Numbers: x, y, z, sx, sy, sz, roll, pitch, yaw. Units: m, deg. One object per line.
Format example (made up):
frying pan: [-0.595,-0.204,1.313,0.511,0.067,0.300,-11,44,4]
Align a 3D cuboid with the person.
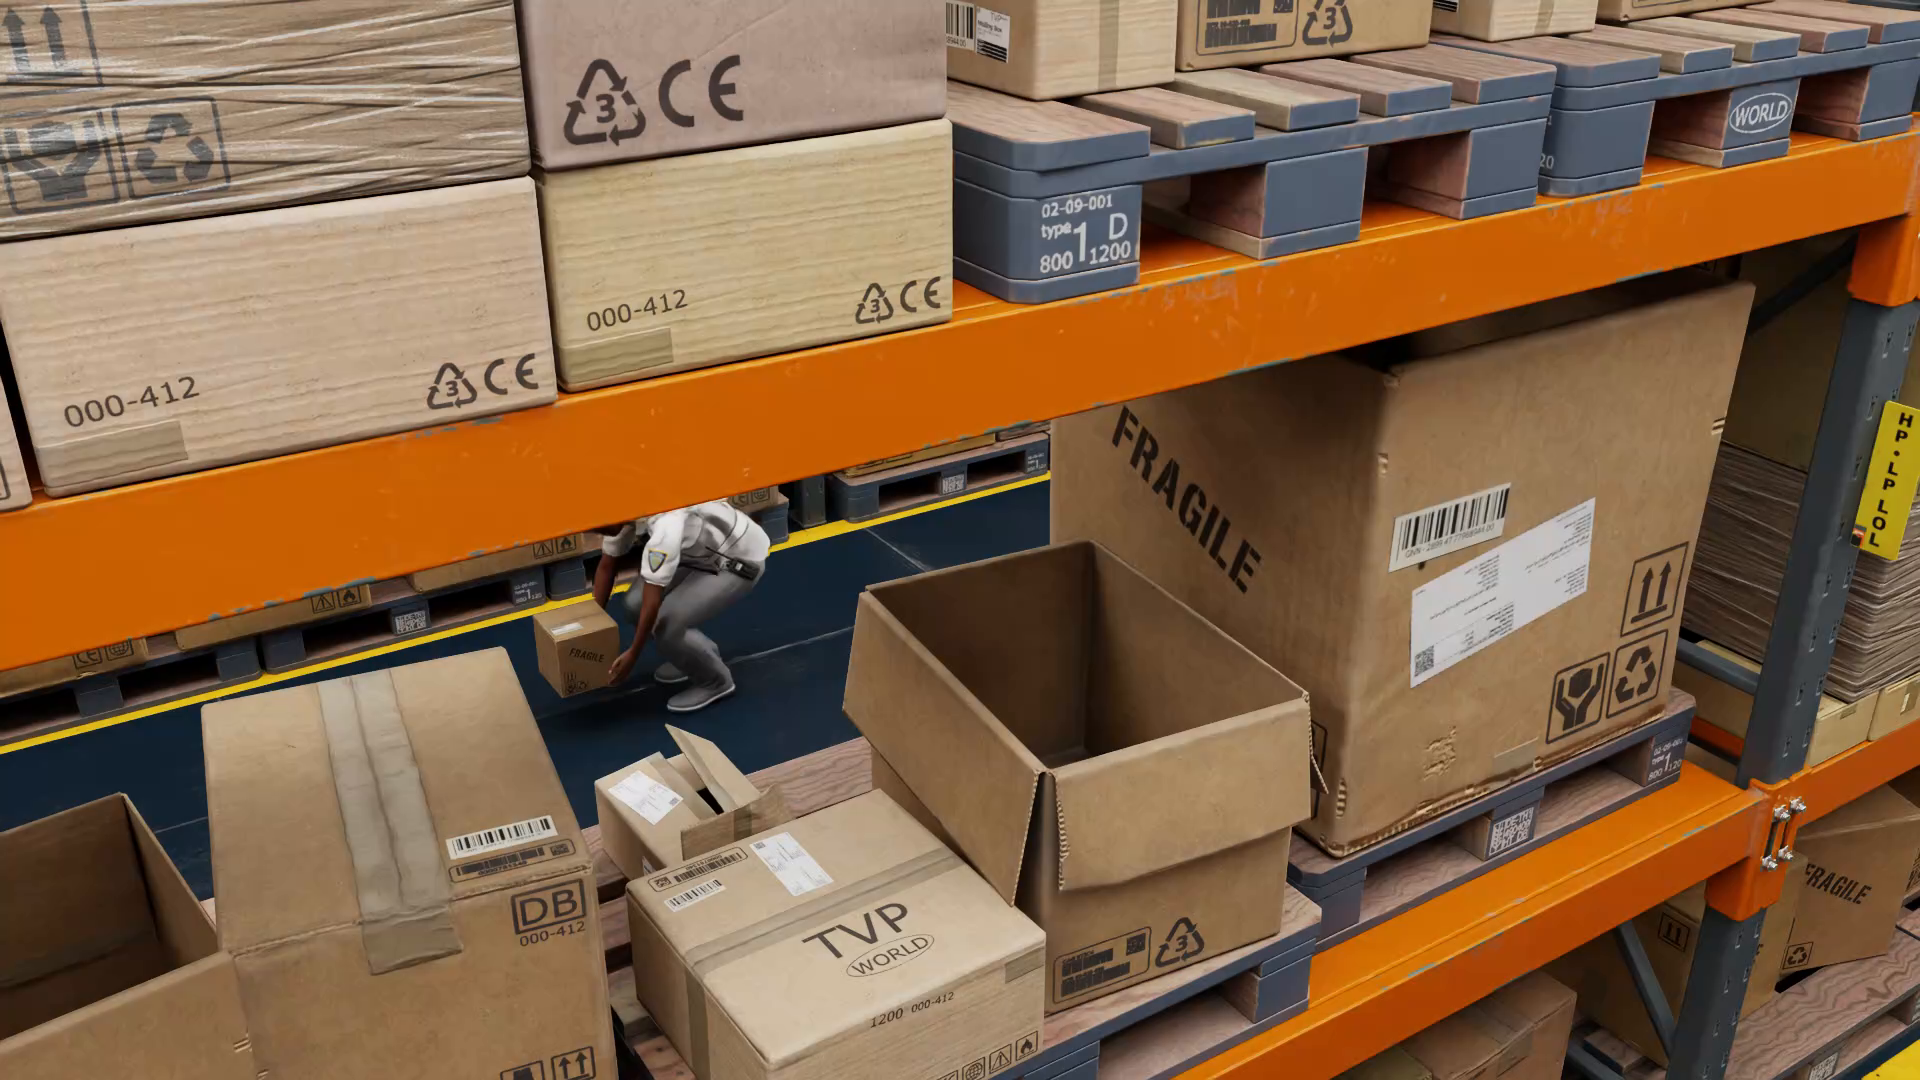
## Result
person: [-1.132,0.148,6.490,0.826,1.076,0.492,-15,29,-29]
